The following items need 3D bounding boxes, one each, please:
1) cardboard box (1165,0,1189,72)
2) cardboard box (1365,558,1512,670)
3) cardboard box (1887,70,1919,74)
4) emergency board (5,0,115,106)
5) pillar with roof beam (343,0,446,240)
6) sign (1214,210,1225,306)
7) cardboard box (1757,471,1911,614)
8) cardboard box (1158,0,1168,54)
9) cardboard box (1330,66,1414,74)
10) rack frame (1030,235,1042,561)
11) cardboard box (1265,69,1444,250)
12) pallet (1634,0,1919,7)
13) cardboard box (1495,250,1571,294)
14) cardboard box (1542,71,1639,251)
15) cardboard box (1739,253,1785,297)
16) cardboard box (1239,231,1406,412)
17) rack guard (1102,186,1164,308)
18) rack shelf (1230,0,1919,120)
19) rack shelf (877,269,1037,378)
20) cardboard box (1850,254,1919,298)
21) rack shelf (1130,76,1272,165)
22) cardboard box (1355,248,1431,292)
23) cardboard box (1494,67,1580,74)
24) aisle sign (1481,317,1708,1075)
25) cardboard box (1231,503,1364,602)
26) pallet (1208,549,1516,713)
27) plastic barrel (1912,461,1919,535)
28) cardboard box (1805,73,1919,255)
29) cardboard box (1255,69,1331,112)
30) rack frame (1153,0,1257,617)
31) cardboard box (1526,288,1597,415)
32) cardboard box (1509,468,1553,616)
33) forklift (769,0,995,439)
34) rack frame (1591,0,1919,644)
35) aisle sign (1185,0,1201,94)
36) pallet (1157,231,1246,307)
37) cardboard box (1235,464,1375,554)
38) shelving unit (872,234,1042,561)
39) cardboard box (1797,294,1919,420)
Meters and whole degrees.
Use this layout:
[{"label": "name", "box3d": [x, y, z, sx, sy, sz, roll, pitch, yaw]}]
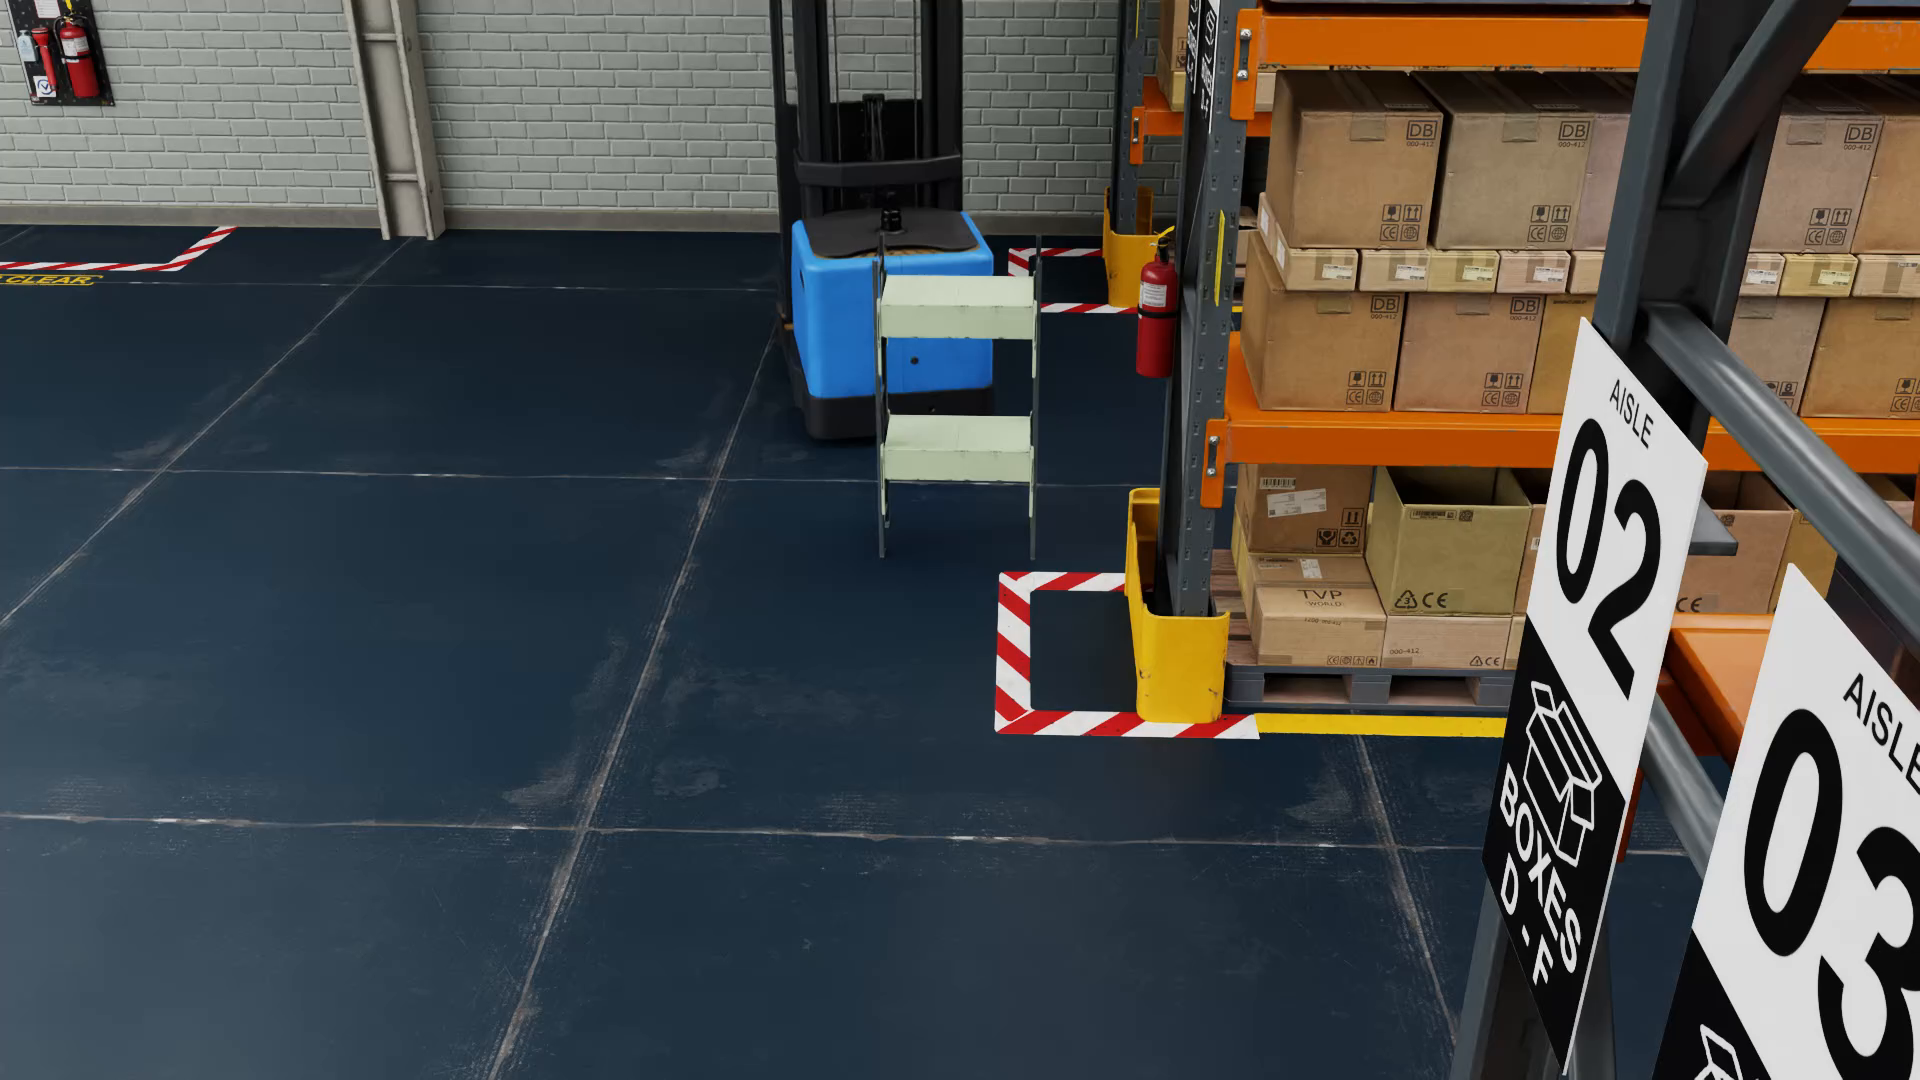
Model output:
[{"label": "cardboard box", "box3d": [1.588, -3.290, 10.593, 0.500, 0.500, 0.500, 1, 28, 2]}, {"label": "cardboard box", "box3d": [1.978, 0.303, 6.964, 0.500, 0.250, 0.500, 1, 28, 2]}, {"label": "cardboard box", "box3d": [6.185, -3.301, 10.697, 0.500, 0.500, 0.700, 4, 28, 7]}, {"label": "emergency board", "box3d": [-6.613, -3.716, 12.058, 0.643, 1.169, 0.194, 1, 28, 2]}, {"label": "pillar with roof beam", "box3d": [-4.296, -4.293, 6.741, 0.400, 9.000, 9.100, 1, 28, 2]}, {"label": "sign", "box3d": [0.925, -1.004, 5.933, 0.005, 0.325, 0.100, 1, 28, 2]}, {"label": "cardboard box", "box3d": [3.478, -0.008, 6.749, 0.500, 0.500, 0.500, 1, 28, 2]}, {"label": "cardboard box", "box3d": [1.600, -3.531, 11.046, 0.500, 0.500, 0.500, 1, 28, 1]}, {"label": "cardboard box", "box3d": [2.598, -3.266, 10.547, 0.500, 0.500, 0.500, 0, 28, 0]}, {"label": "rack frame", "box3d": [0.359, -0.657, 7.888, 0.023, 1.500, 0.400, 1, 28, 2]}, {"label": "cardboard box", "box3d": [1.470, -1.449, 6.289, 0.500, 0.500, 0.700, 1, 28, 2]}, {"label": "pallet", "box3d": [2.879, -2.090, 5.882, 1.213, 0.211, 1.003, 1, 28, 2]}, {"label": "cardboard box", "box3d": [2.100, -1.057, 6.241, 0.250, 0.149, 0.380, 1, 28, 1]}, {"label": "cardboard box", "box3d": [2.499, -1.435, 6.262, 0.500, 0.500, 0.700, 1, 28, 2]}, {"label": "cardboard box", "box3d": [2.871, -1.044, 6.217, 0.250, 0.149, 0.380, 1, 28, 2]}, {"label": "cardboard box", "box3d": [1.417, -0.877, 6.595, 0.500, 0.500, 0.700, 1, 28, 2]}, {"label": "rack guard", "box3d": [1.198, -2.059, 11.601, 0.348, 0.500, 1.175, 1, 28, 2]}, {"label": "rack shelf", "box3d": [2.949, -1.821, 6.047, 4.000, 0.370, 1.077, 1, 28, 2]}, {"label": "rack shelf", "box3d": [-0.007, -1.008, 7.716, 0.720, 0.370, 0.431, 1, 28, 2]}, {"label": "cardboard box", "box3d": [3.400, -1.037, 6.204, 0.250, 0.149, 0.380, 2, 28, 3]}, {"label": "rack shelf", "box3d": [3.120, -2.814, 11.124, 4.000, 0.370, 1.077, 1, 28, 2]}, {"label": "cardboard box", "box3d": [1.599, -1.067, 6.260, 0.250, 0.149, 0.380, 0, 28, 0]}, {"label": "cardboard box", "box3d": [3.634, -3.255, 10.525, 0.500, 0.500, 0.500, 0, 28, 0]}, {"label": "aisle sign", "box3d": [0.711, 0.183, 1.926, 0.004, 0.787, 0.394, 1, 28, 2]}, {"label": "cardboard box", "box3d": [1.497, 0.054, 7.434, 0.500, 0.250, 0.500, 1, 28, 2]}, {"label": "pallet", "box3d": [1.716, 0.379, 7.310, 1.213, 0.211, 1.003, 1, 28, 2]}, {"label": "plastic barrel", "box3d": [1.262, -0.280, 1.466, 0.708, 0.830, 0.600, 1, 28, 2]}, {"label": "cardboard box", "box3d": [3.499, -1.418, 6.231, 0.500, 0.500, 0.700, 1, 28, 2]}, {"label": "cardboard box", "box3d": [2.118, -2.949, 10.749, 0.500, 0.250, 0.500, 0, 28, 0]}, {"label": "rack frame", "box3d": [0.951, -0.846, 6.644, 0.127, 3.000, 1.000, 1, 28, 2]}, {"label": "cardboard box", "box3d": [2.438, -0.859, 6.562, 0.500, 0.500, 0.700, 1, 28, 2]}, {"label": "cardboard box", "box3d": [2.479, -0.026, 6.783, 0.500, 0.500, 0.500, 1, 28, 2]}, {"label": "forklift", "box3d": [-0.570, -2.518, 9.870, 1.130, 2.935, 3.031, -5, 28, -9]}, {"label": "rack frame", "box3d": [0.772, -1.178, 0.865, 0.127, 3.000, 1.000, 1, 28, 2]}, {"label": "aisle sign", "box3d": [0.895, -2.133, 6.296, 0.004, 0.787, 0.394, 1, 28, 2]}, {"label": "pallet", "box3d": [2.008, -1.902, 11.612, 1.213, 0.211, 1.003, 1, 28, 2]}, {"label": "cardboard box", "box3d": [1.497, -0.279, 7.260, 0.500, 0.500, 0.500, 1, 28, 2]}, {"label": "shelving unit", "box3d": [-0.007, -0.663, 7.899, 0.755, 1.500, 0.431, 1, 28, 2]}, {"label": "cardboard box", "box3d": [3.476, -0.845, 6.534, 0.500, 0.500, 0.700, 1, 28, 3]}]
